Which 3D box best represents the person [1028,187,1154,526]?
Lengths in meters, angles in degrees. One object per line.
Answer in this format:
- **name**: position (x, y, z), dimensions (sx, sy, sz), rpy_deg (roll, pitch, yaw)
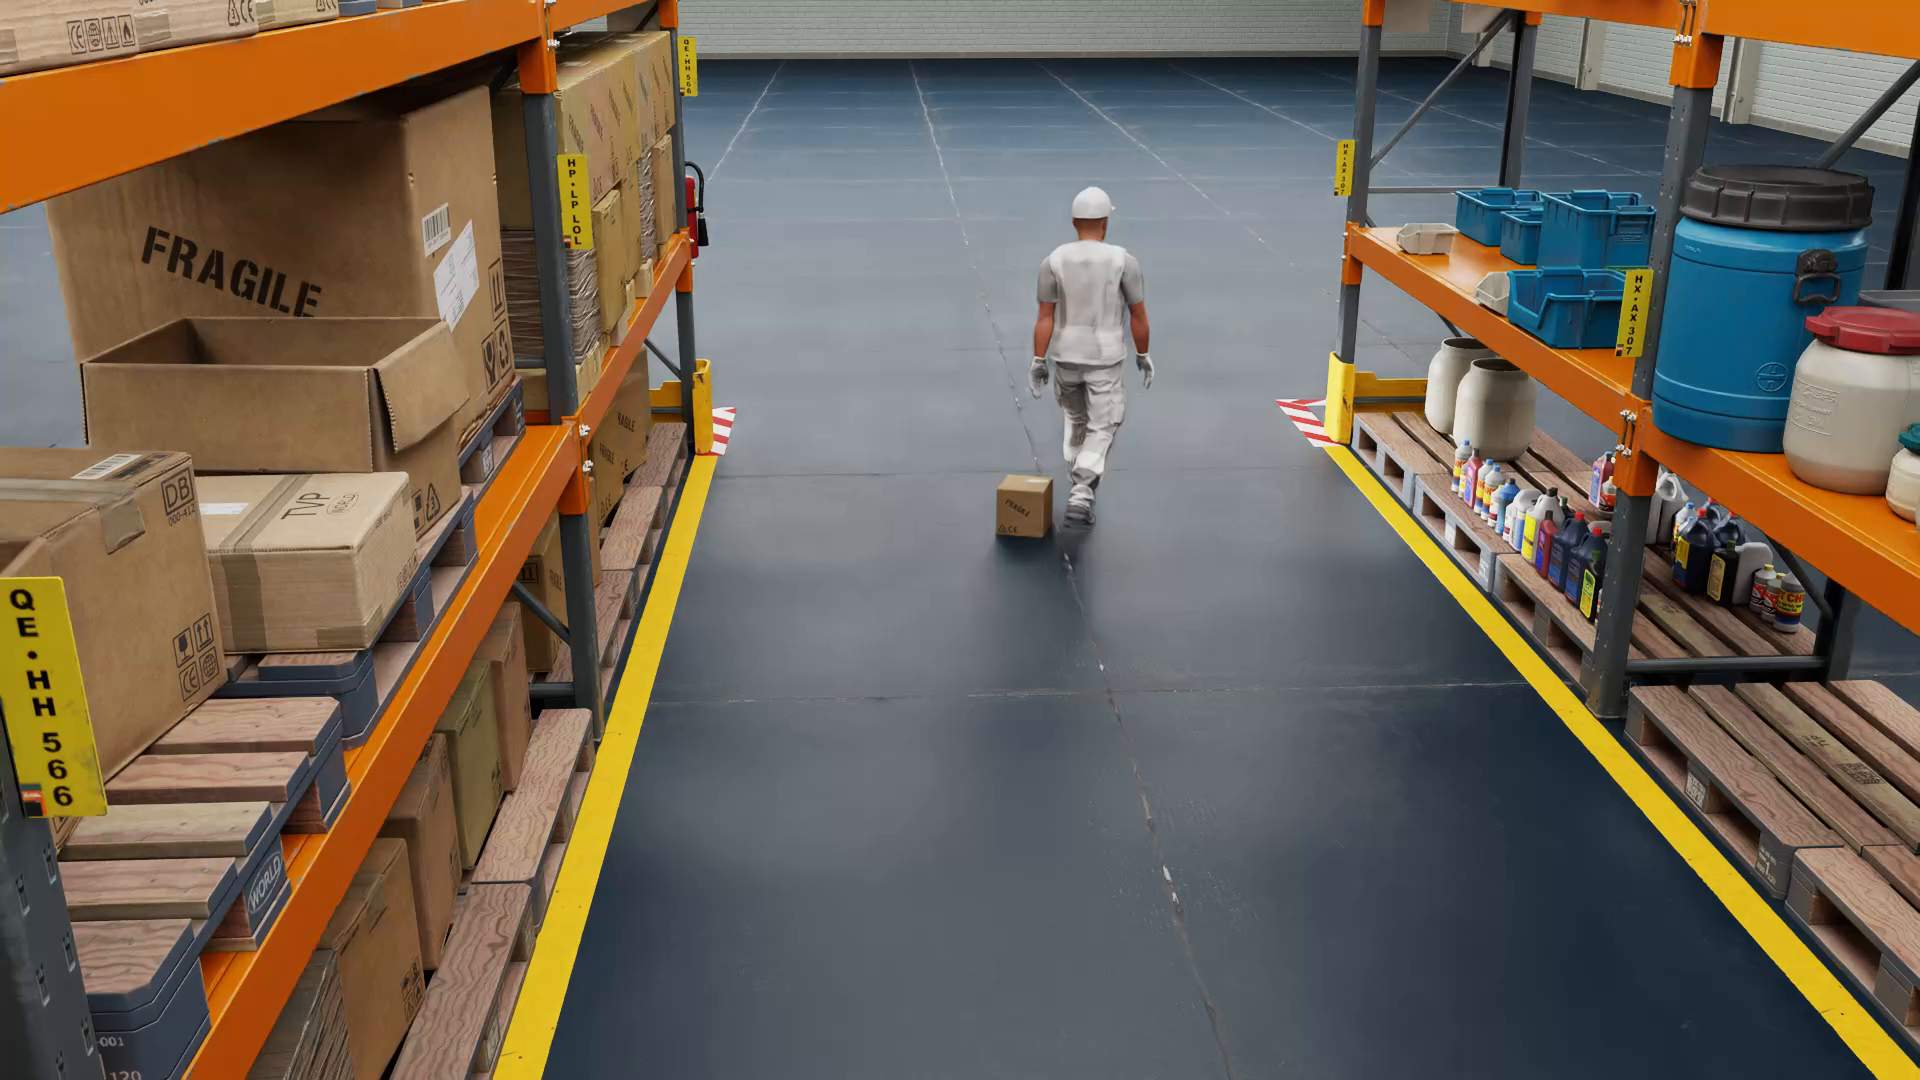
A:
- **person**: position (0.682, -0.929, 8.581), dimensions (0.614, 1.748, 1.028), rpy_deg (6, 21, 16)
